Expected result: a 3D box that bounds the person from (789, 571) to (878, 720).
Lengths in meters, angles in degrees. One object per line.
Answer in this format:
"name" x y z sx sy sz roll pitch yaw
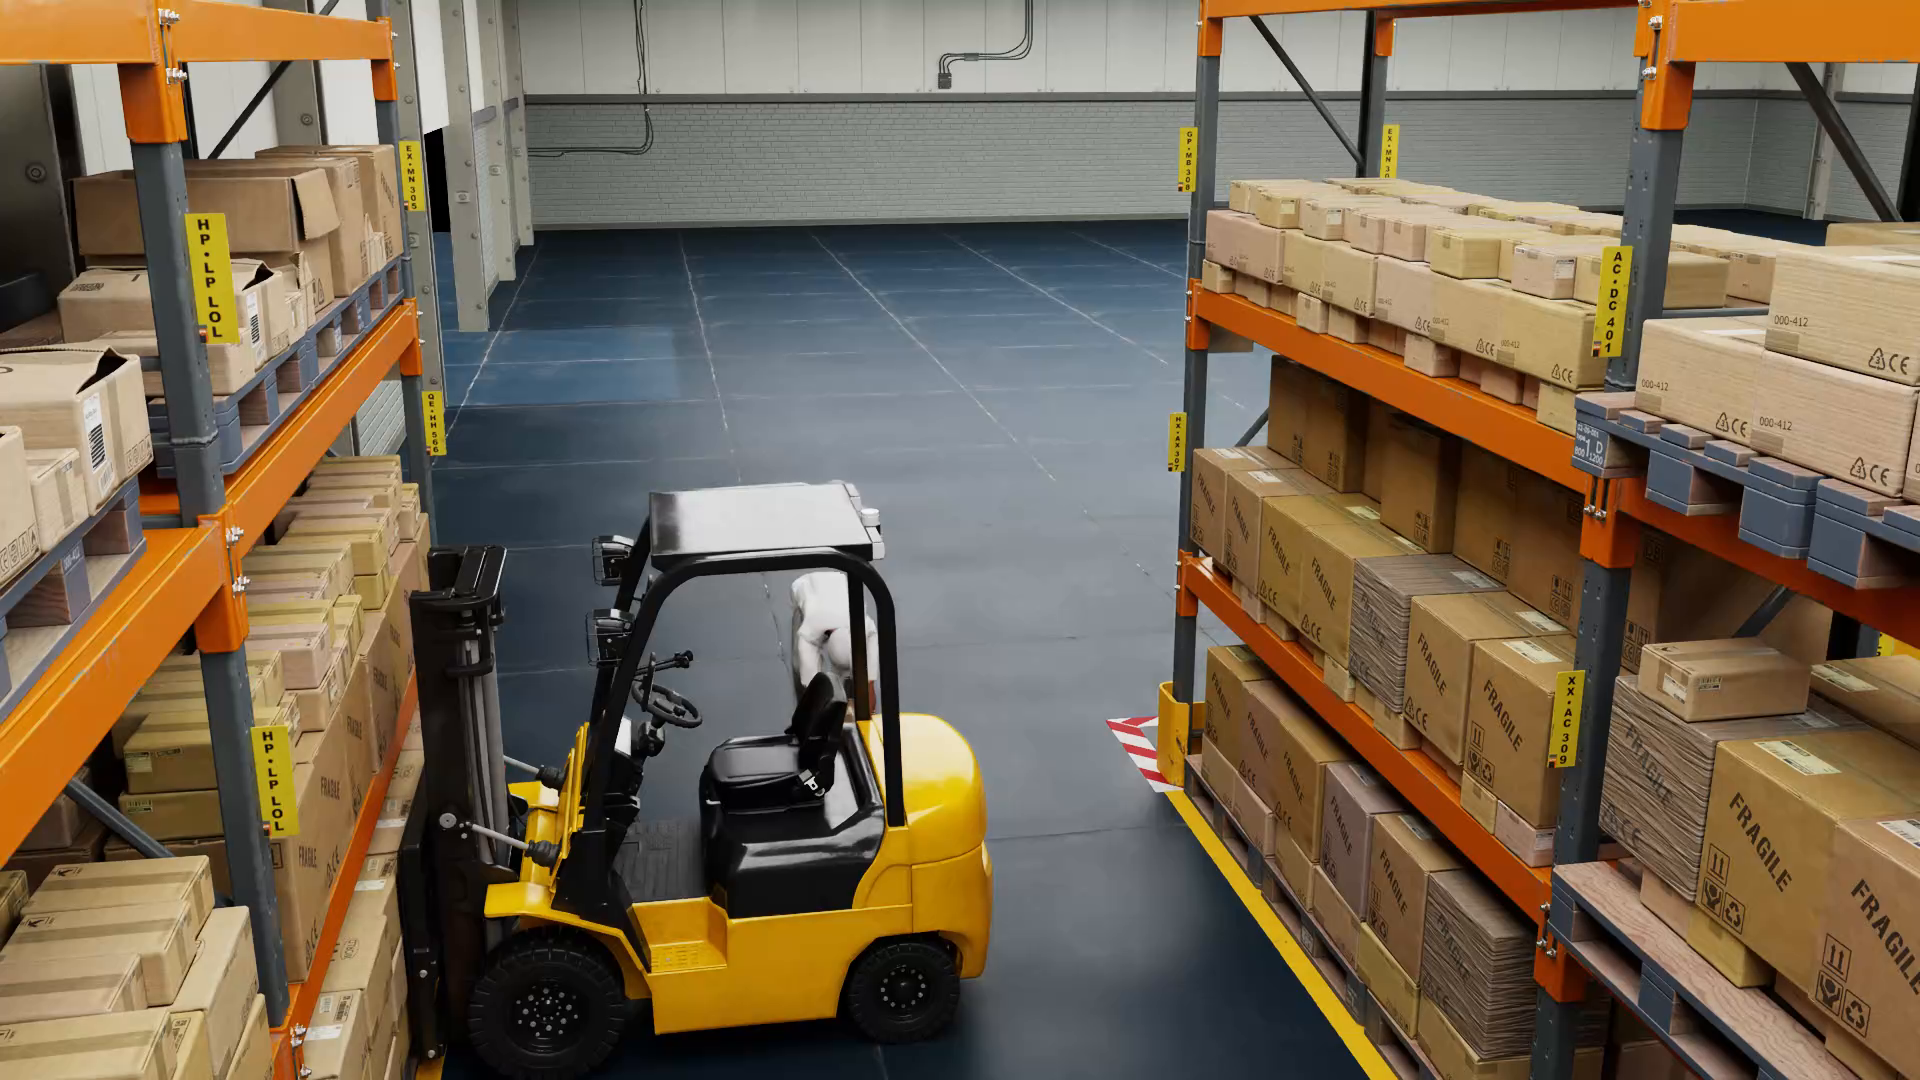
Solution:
"person" -0.742 0.726 9.900 0.502 0.979 0.974 -4 17 -13
